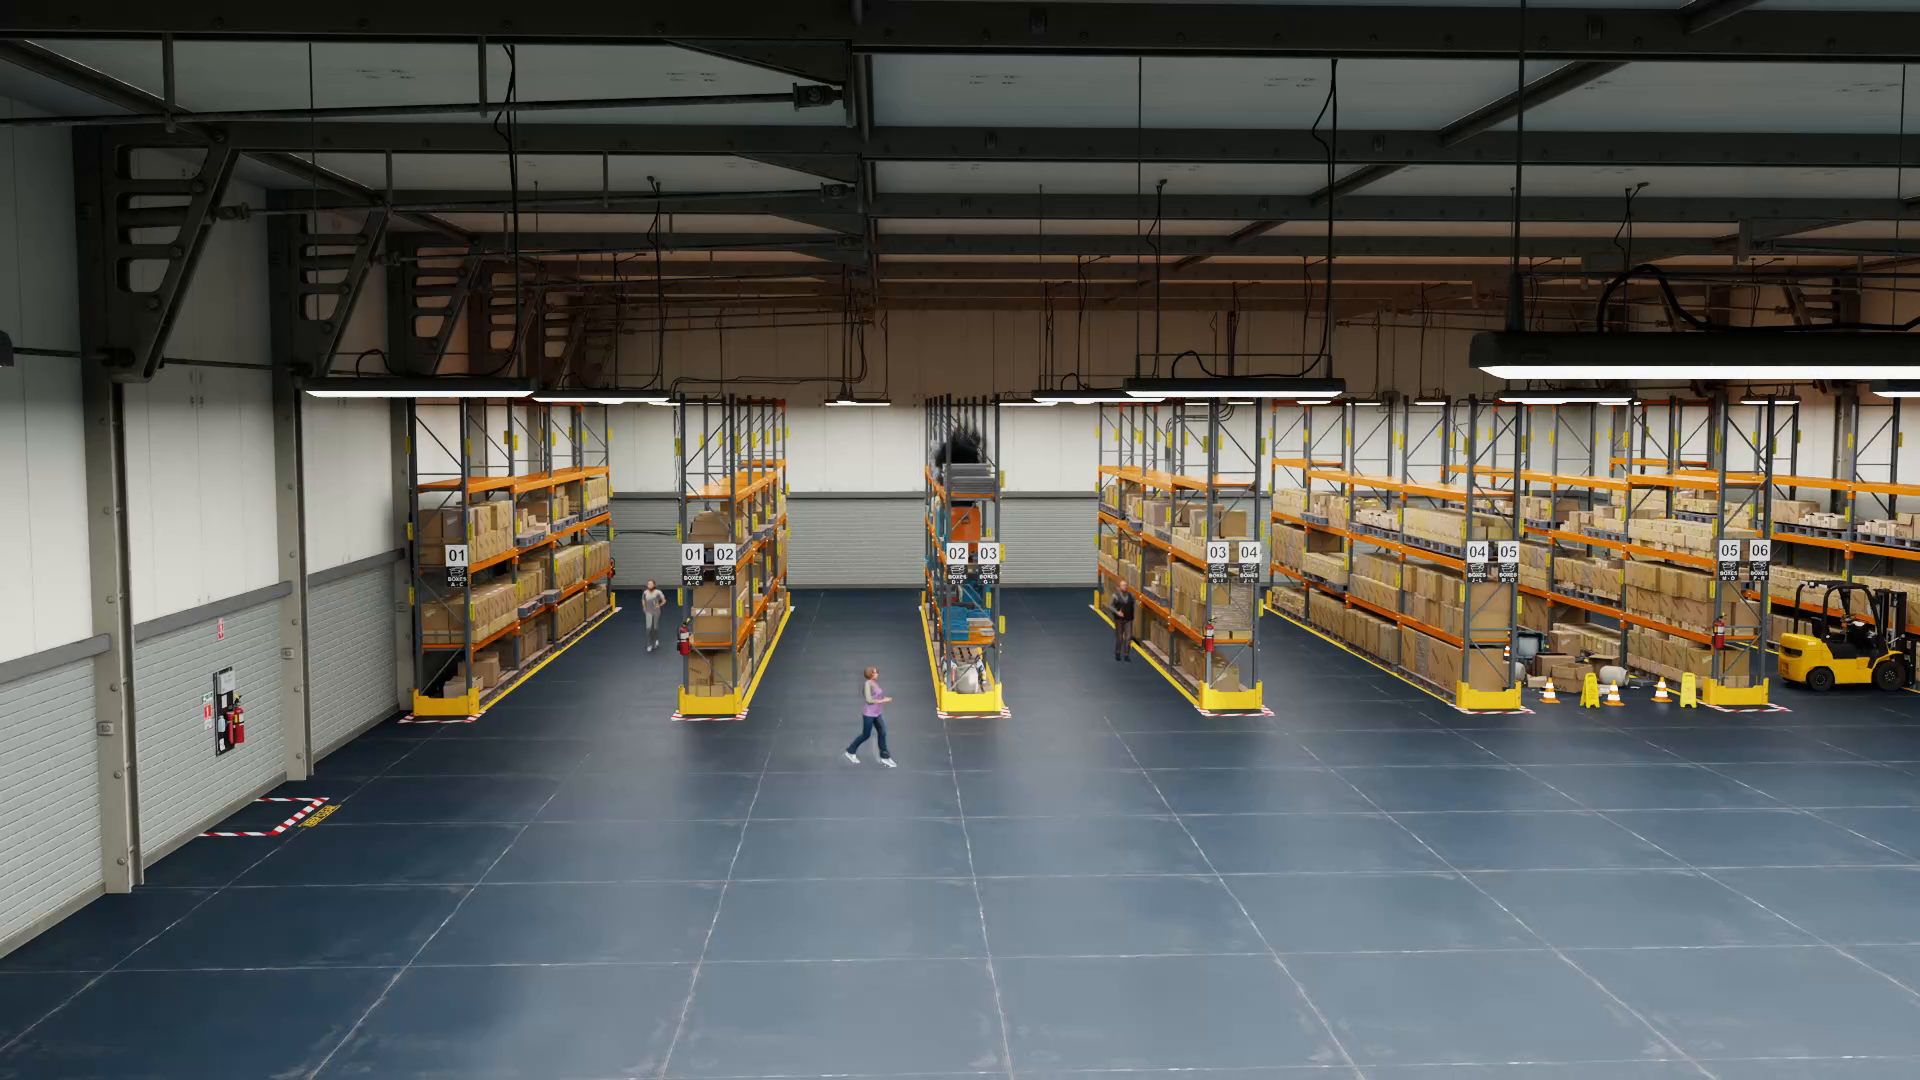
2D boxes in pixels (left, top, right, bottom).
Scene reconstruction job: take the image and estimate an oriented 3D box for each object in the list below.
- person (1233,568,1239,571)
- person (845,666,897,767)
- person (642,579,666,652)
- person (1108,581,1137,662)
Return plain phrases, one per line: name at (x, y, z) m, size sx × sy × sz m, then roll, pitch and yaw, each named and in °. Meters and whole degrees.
person at (7.701, 1.189, 46.630) m, size 0.744 × 1.744 × 0.826 m, roll 1°, pitch 5°, yaw 12°
person at (-1.424, 2.808, 26.506) m, size 0.838 × 1.616 × 0.525 m, roll 1°, pitch 5°, yaw 17°
person at (-7.271, 1.778, 39.529) m, size 0.582 × 1.715 × 0.777 m, roll 0°, pitch 5°, yaw 2°
person at (3.529, 1.761, 35.880) m, size 0.684 × 1.744 × 0.691 m, roll -1°, pitch 5°, yaw -11°
